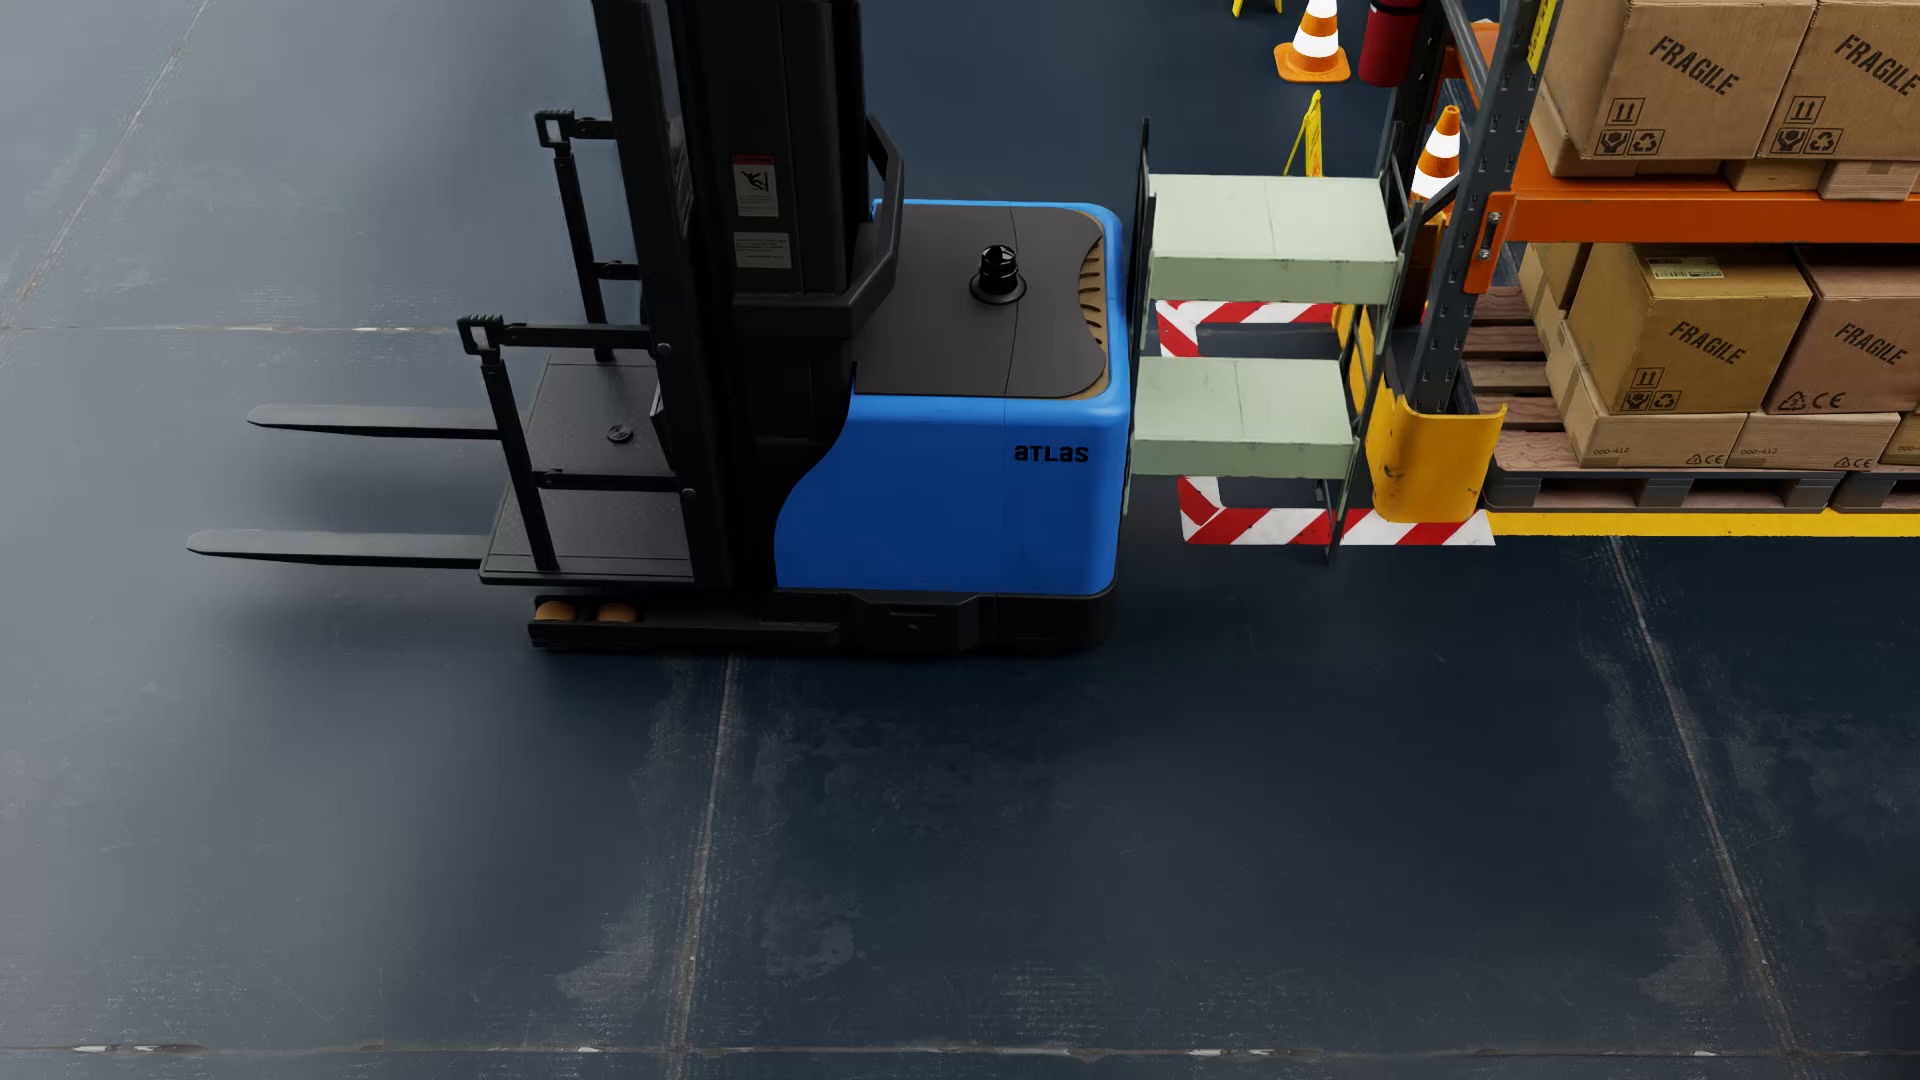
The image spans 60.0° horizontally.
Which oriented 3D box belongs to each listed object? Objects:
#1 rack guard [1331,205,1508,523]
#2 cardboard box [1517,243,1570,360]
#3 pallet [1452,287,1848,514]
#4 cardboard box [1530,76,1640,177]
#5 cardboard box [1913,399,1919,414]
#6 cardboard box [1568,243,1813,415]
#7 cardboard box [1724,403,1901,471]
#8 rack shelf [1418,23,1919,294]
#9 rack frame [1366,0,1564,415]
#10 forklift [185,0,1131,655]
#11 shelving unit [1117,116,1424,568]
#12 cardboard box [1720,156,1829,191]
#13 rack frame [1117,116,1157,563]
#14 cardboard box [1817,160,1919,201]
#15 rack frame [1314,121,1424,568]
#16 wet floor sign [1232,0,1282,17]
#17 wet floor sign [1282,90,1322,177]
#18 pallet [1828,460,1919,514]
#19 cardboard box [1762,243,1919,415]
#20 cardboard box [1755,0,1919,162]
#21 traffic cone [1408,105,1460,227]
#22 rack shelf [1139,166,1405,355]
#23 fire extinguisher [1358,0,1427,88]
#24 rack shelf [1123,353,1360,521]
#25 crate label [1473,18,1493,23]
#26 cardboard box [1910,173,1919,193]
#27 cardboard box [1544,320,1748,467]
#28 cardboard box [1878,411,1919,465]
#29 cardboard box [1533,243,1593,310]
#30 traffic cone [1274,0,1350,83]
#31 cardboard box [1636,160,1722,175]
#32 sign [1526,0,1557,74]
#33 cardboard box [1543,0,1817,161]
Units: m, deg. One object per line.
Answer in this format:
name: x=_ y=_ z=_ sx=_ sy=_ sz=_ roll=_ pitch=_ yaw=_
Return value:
rack guard: x=1.635 y=-0.659 z=6.022 sx=0.348 sy=0.500 sz=1.175 roll=0 pitch=47 yaw=0
cardboard box: x=2.392 y=-0.911 z=6.141 sx=0.500 sy=0.250 sz=0.500 roll=0 pitch=47 yaw=0
pallet: x=2.447 y=-0.532 z=6.101 sx=1.213 sy=0.211 sz=1.003 roll=0 pitch=47 yaw=0
cardboard box: x=1.898 y=-1.272 z=5.057 sx=0.250 sy=0.149 sz=0.380 roll=0 pitch=47 yaw=0
cardboard box: x=3.413 y=-0.762 z=5.490 sx=0.500 sy=0.500 sz=0.500 roll=1 pitch=47 yaw=1
cardboard box: x=2.388 y=-0.768 z=5.495 sx=0.500 sy=0.500 sz=0.500 roll=-1 pitch=47 yaw=-1
cardboard box: x=2.875 y=-0.505 z=5.763 sx=0.500 sy=0.250 sz=0.500 roll=2 pitch=47 yaw=2
rack shelf: x=3.559 y=-1.260 z=5.365 sx=4.000 sy=0.370 sz=1.077 roll=0 pitch=47 yaw=0
rack frame: x=1.559 y=-1.511 z=5.107 sx=0.127 sy=3.000 sz=1.000 roll=0 pitch=47 yaw=0
forklift: x=-1.003 y=-1.025 z=4.702 sx=3.031 sy=2.935 sz=1.130 roll=1 pitch=47 yaw=1
shelving unit: x=0.903 y=-0.570 z=5.256 sx=0.755 sy=1.500 sz=0.431 roll=1 pitch=47 yaw=1
cardboard box: x=2.415 y=-1.222 z=5.010 sx=0.250 sy=0.149 sz=0.380 roll=-1 pitch=47 yaw=-1
rack frame: x=0.537 y=-0.579 z=5.264 sx=0.023 sy=1.500 sz=0.400 roll=1 pitch=47 yaw=1
cardboard box: x=2.669 y=-1.188 z=4.978 sx=0.250 sy=0.149 sz=0.380 roll=1 pitch=47 yaw=1
rack frame: x=1.269 y=-0.562 z=5.248 sx=0.023 sy=1.500 sz=0.400 roll=1 pitch=47 yaw=1
wet floor sign: x=1.440 y=-2.883 z=7.992 sx=0.232 sy=0.644 sz=0.267 roll=-7 pitch=47 yaw=-7
wet floor sign: x=1.373 y=-1.492 z=6.698 sx=0.232 sy=0.644 sz=0.267 roll=15 pitch=49 yaw=14
pallet: x=3.664 y=-0.527 z=6.096 sx=1.213 sy=0.211 sz=1.003 roll=0 pitch=47 yaw=0
cardboard box: x=2.911 y=-0.770 z=5.497 sx=0.500 sy=0.500 sz=0.500 roll=-1 pitch=47 yaw=-1
cardboard box: x=2.550 y=-1.443 z=4.772 sx=0.500 sy=0.500 sz=0.500 roll=1 pitch=47 yaw=1
traffic cone: x=1.994 y=-1.589 z=6.913 sx=0.334 sy=0.463 sz=0.336 roll=0 pitch=47 yaw=0
rack shelf: x=0.903 y=-0.836 z=4.971 sx=0.720 sy=0.370 sz=0.431 roll=1 pitch=47 yaw=1
fire extinguisher: x=1.446 y=-1.822 z=5.449 sx=0.183 sy=0.674 sz=0.296 roll=0 pitch=47 yaw=0
rack shelf: x=0.903 y=-0.348 z=5.495 sx=0.720 sy=0.370 sz=0.431 roll=1 pitch=47 yaw=1
crate label: x=2.444 y=-2.335 z=7.830 sx=0.298 sy=0.136 sz=0.250 roll=-23 pitch=51 yaw=-20
cardboard box: x=2.928 y=-1.212 z=5.000 sx=0.250 sy=0.149 sz=0.380 roll=1 pitch=47 yaw=1
cardboard box: x=2.365 y=-0.512 z=5.769 sx=0.500 sy=0.250 sz=0.500 roll=0 pitch=47 yaw=0
cardboard box: x=3.421 y=-0.513 z=5.770 sx=0.500 sy=0.250 sz=0.500 roll=3 pitch=47 yaw=3
cardboard box: x=2.361 y=-1.161 z=5.861 sx=0.500 sy=0.500 sz=0.500 roll=0 pitch=47 yaw=0
traffic cone: x=1.658 y=-2.403 z=7.670 sx=0.334 sy=0.463 sz=0.336 roll=0 pitch=47 yaw=0
cardboard box: x=2.150 y=-1.282 z=5.066 sx=0.250 sy=0.149 sz=0.380 roll=1 pitch=47 yaw=1
sign: x=1.557 y=-1.408 z=4.420 sx=0.005 sy=0.325 sz=0.100 roll=0 pitch=47 yaw=0
cardboard box: x=2.032 y=-1.442 z=4.771 sx=0.500 sy=0.500 sz=0.500 roll=0 pitch=47 yaw=0
